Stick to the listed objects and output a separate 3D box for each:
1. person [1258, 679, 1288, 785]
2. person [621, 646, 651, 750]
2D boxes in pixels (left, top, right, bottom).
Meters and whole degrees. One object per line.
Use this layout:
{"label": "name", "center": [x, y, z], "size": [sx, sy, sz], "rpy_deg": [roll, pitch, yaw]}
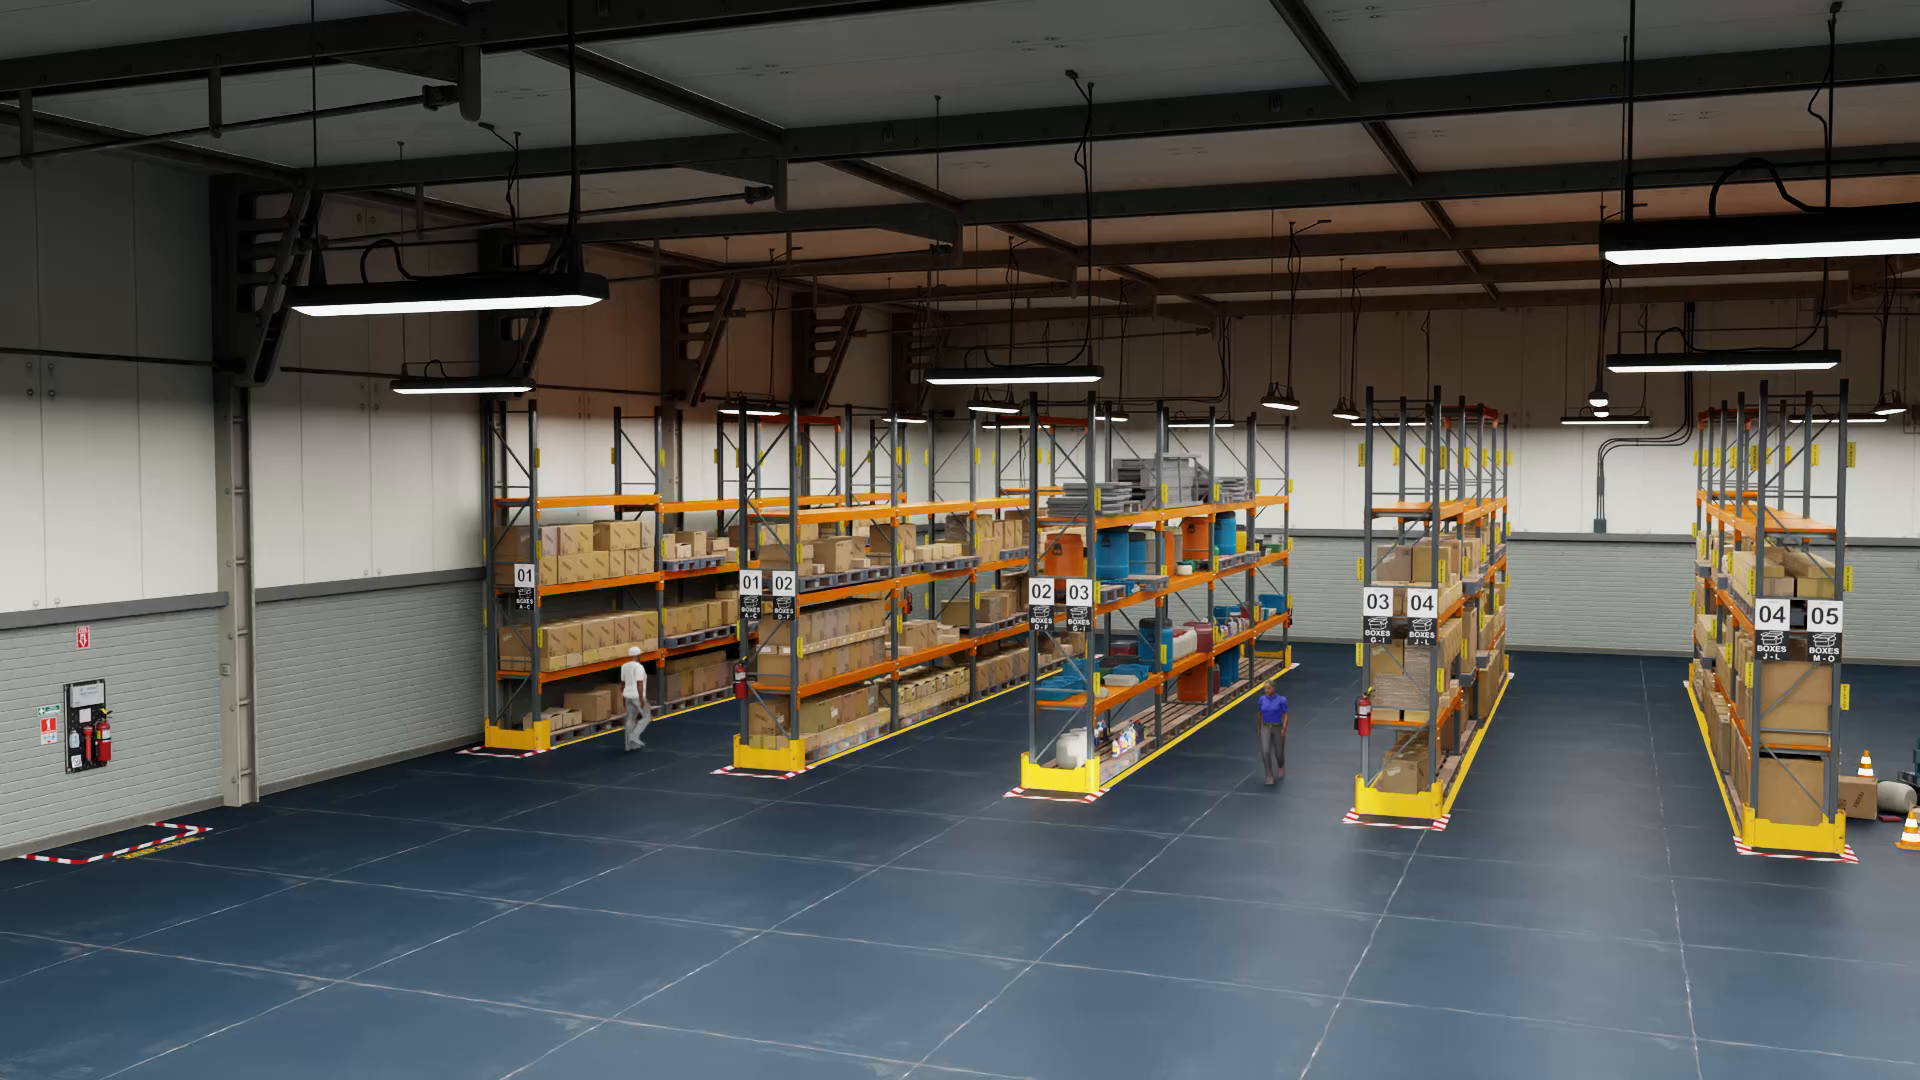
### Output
{"label": "person", "center": [4.836, 2.943, 25.743], "size": [0.492, 1.575, 0.823], "rpy_deg": [1, 3, 18]}
{"label": "person", "center": [-5.600, 2.707, 28.532], "size": [0.603, 1.751, 0.476], "rpy_deg": [2, 3, 33]}
